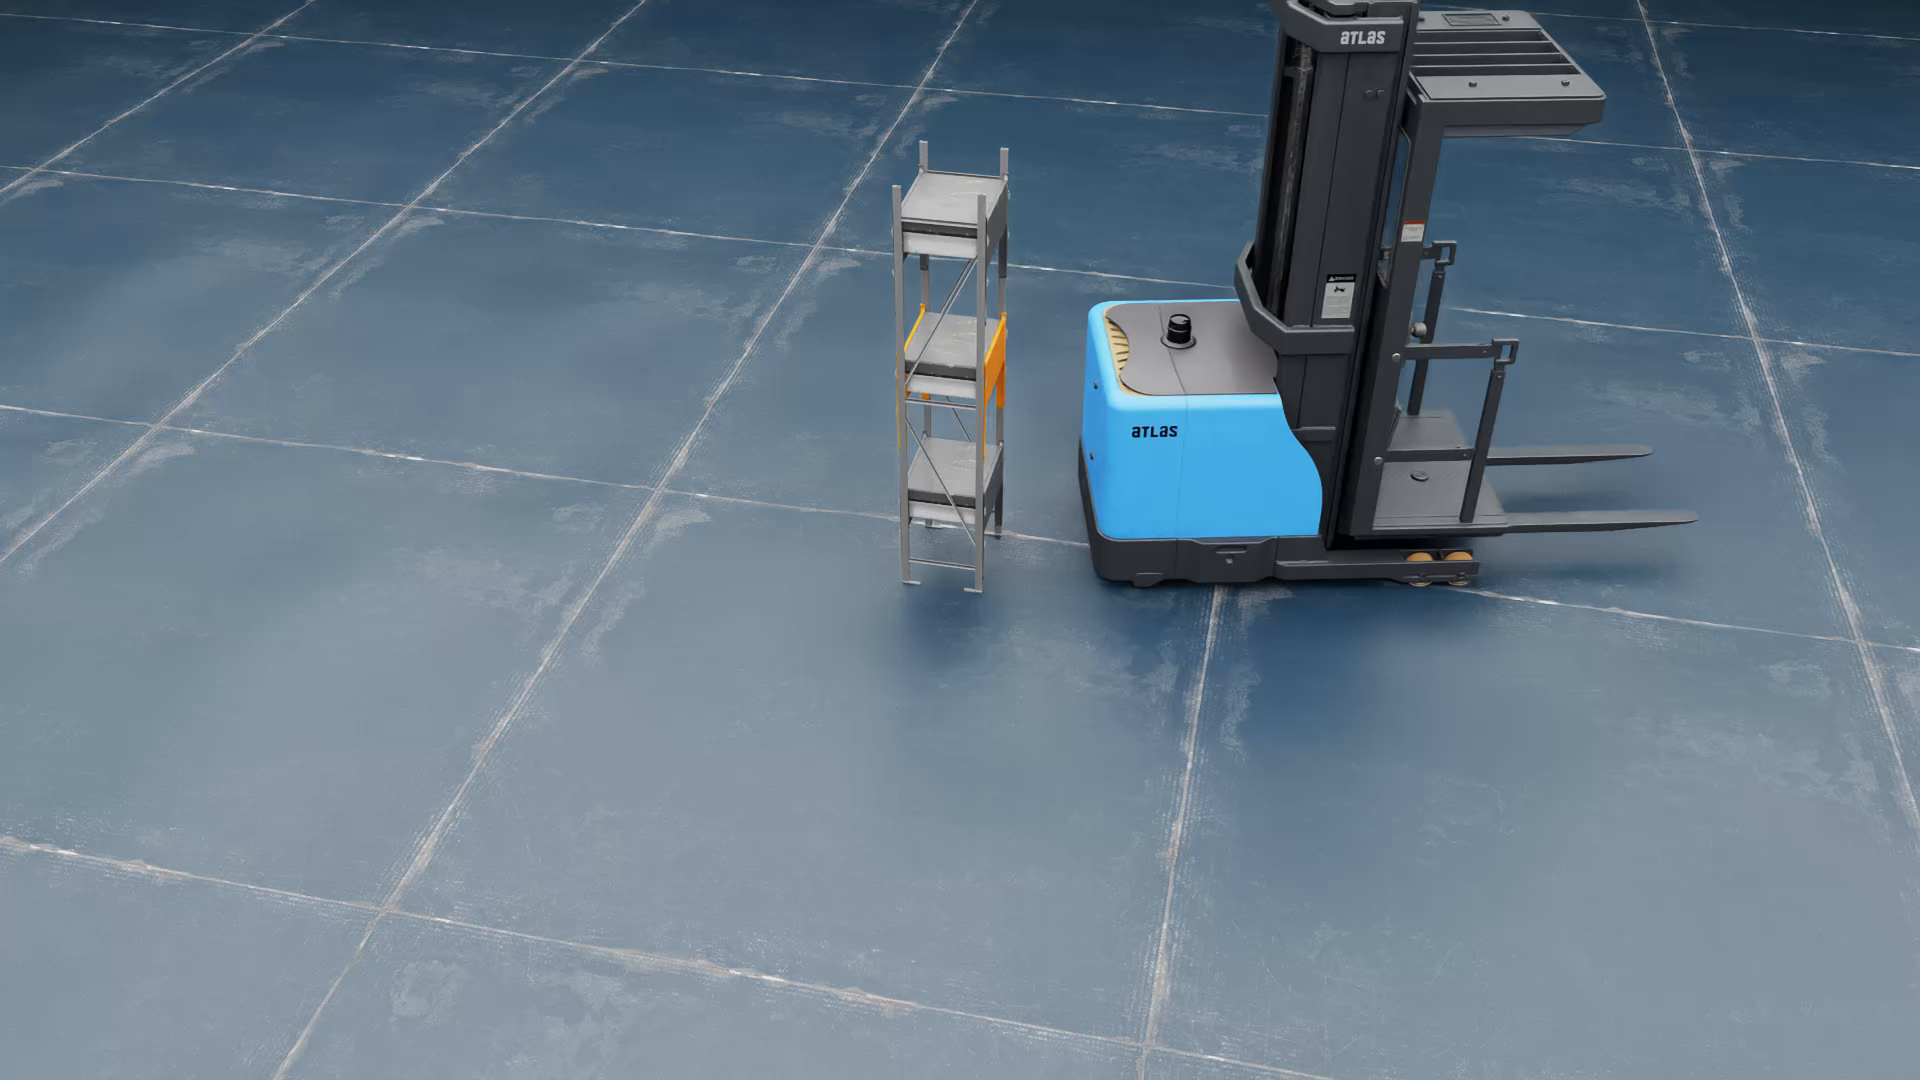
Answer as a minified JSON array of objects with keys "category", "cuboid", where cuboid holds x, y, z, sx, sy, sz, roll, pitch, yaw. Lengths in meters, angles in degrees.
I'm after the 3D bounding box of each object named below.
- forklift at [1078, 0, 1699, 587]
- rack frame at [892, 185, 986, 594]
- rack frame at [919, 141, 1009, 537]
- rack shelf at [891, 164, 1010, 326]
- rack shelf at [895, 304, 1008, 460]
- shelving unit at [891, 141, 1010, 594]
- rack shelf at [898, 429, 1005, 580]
[{"category":"forklift","cuboid":[2.159,-1.269,7.774,3.031,2.935,1.130,-1,36,-2]},{"category":"rack frame","cuboid":[-0.087,-0.615,7.580,0.400,2.100,0.015,7,37,10]},{"category":"rack frame","cuboid":[0.017,-0.895,7.966,0.400,2.100,0.015,7,37,10]},{"category":"rack shelf","cuboid":[-0.035,-1.311,7.370,0.431,0.518,0.480,7,37,10]},{"category":"rack shelf","cuboid":[-0.035,-0.744,7.781,0.431,0.518,0.480,7,37,10]},{"category":"shelving unit","cuboid":[-0.035,-0.755,7.773,0.431,2.100,0.503,7,37,10]},{"category":"rack shelf","cuboid":[-0.035,-0.177,8.192,0.431,0.518,0.480,7,37,10]}]
